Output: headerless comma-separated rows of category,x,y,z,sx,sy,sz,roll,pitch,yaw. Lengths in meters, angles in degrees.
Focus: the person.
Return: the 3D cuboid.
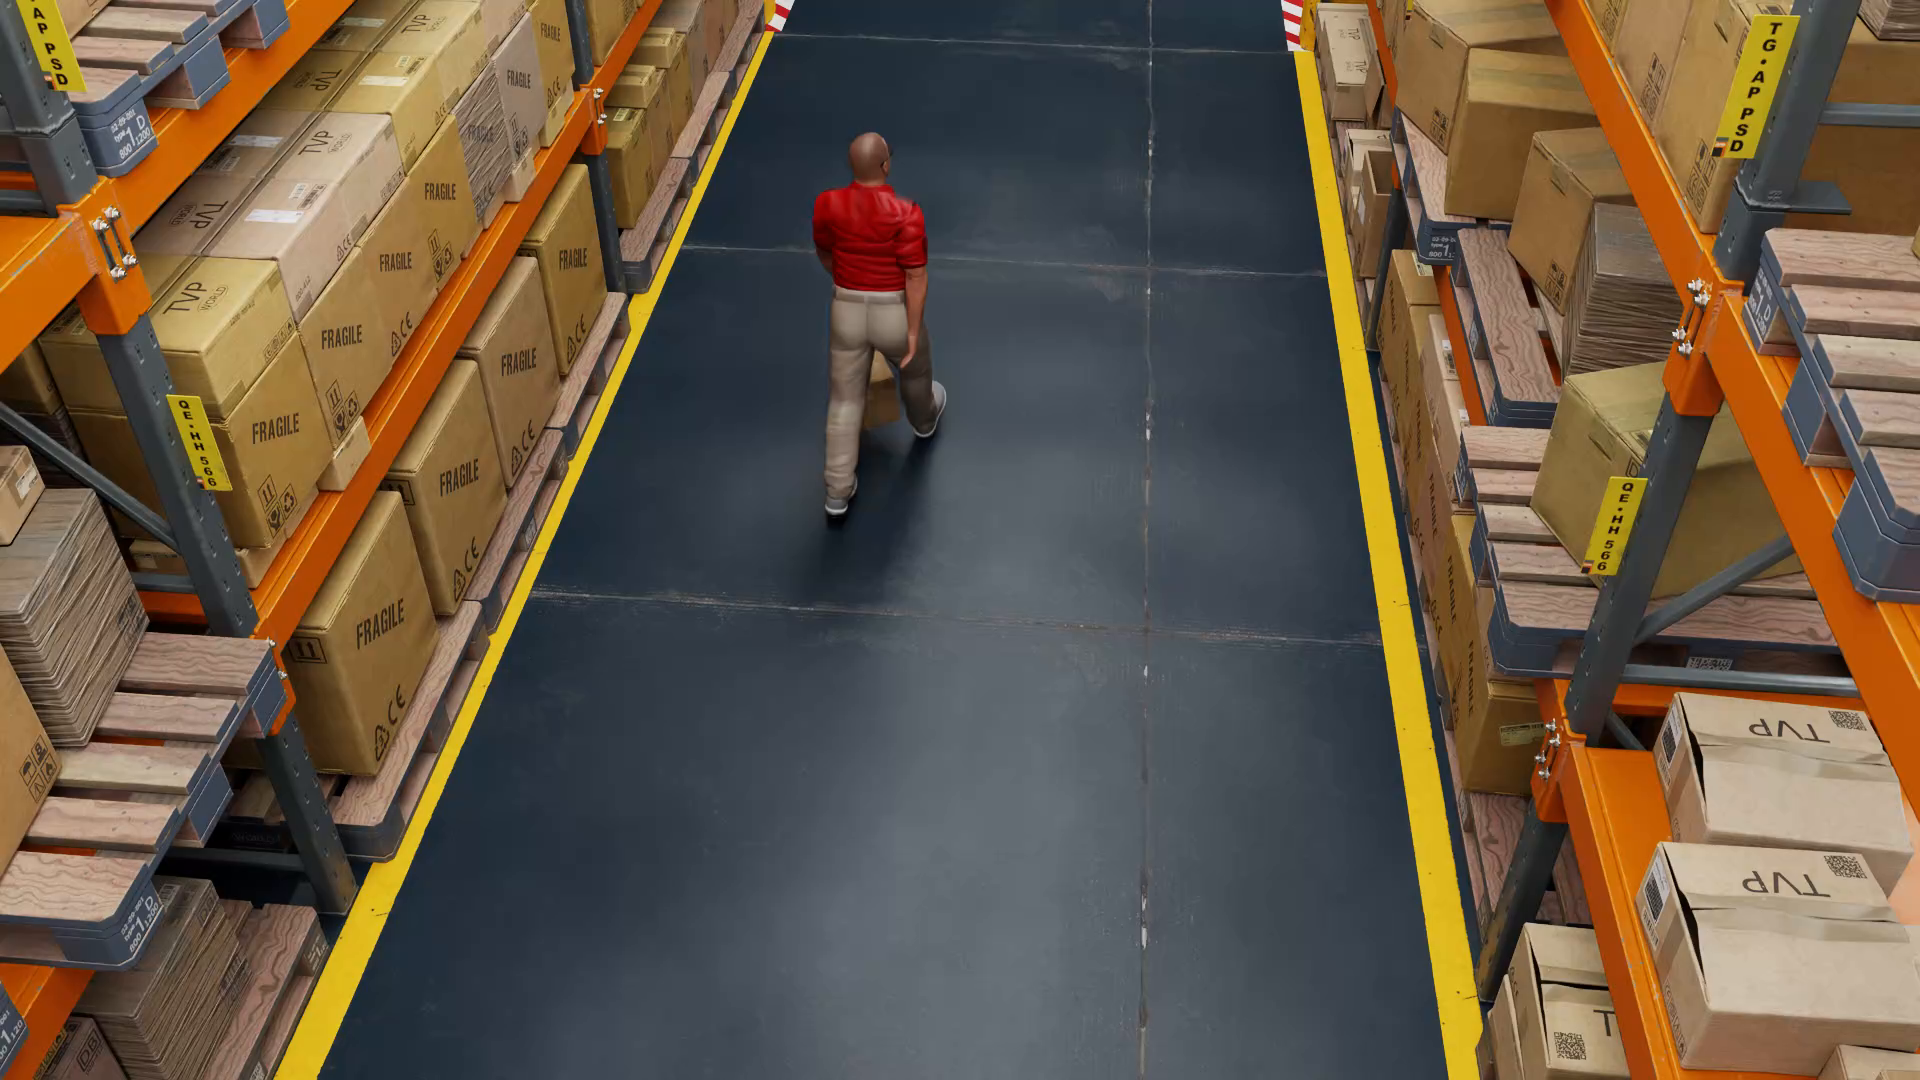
person,-0.384,-1.026,7.422,0.540,1.669,1.035,8,40,9
